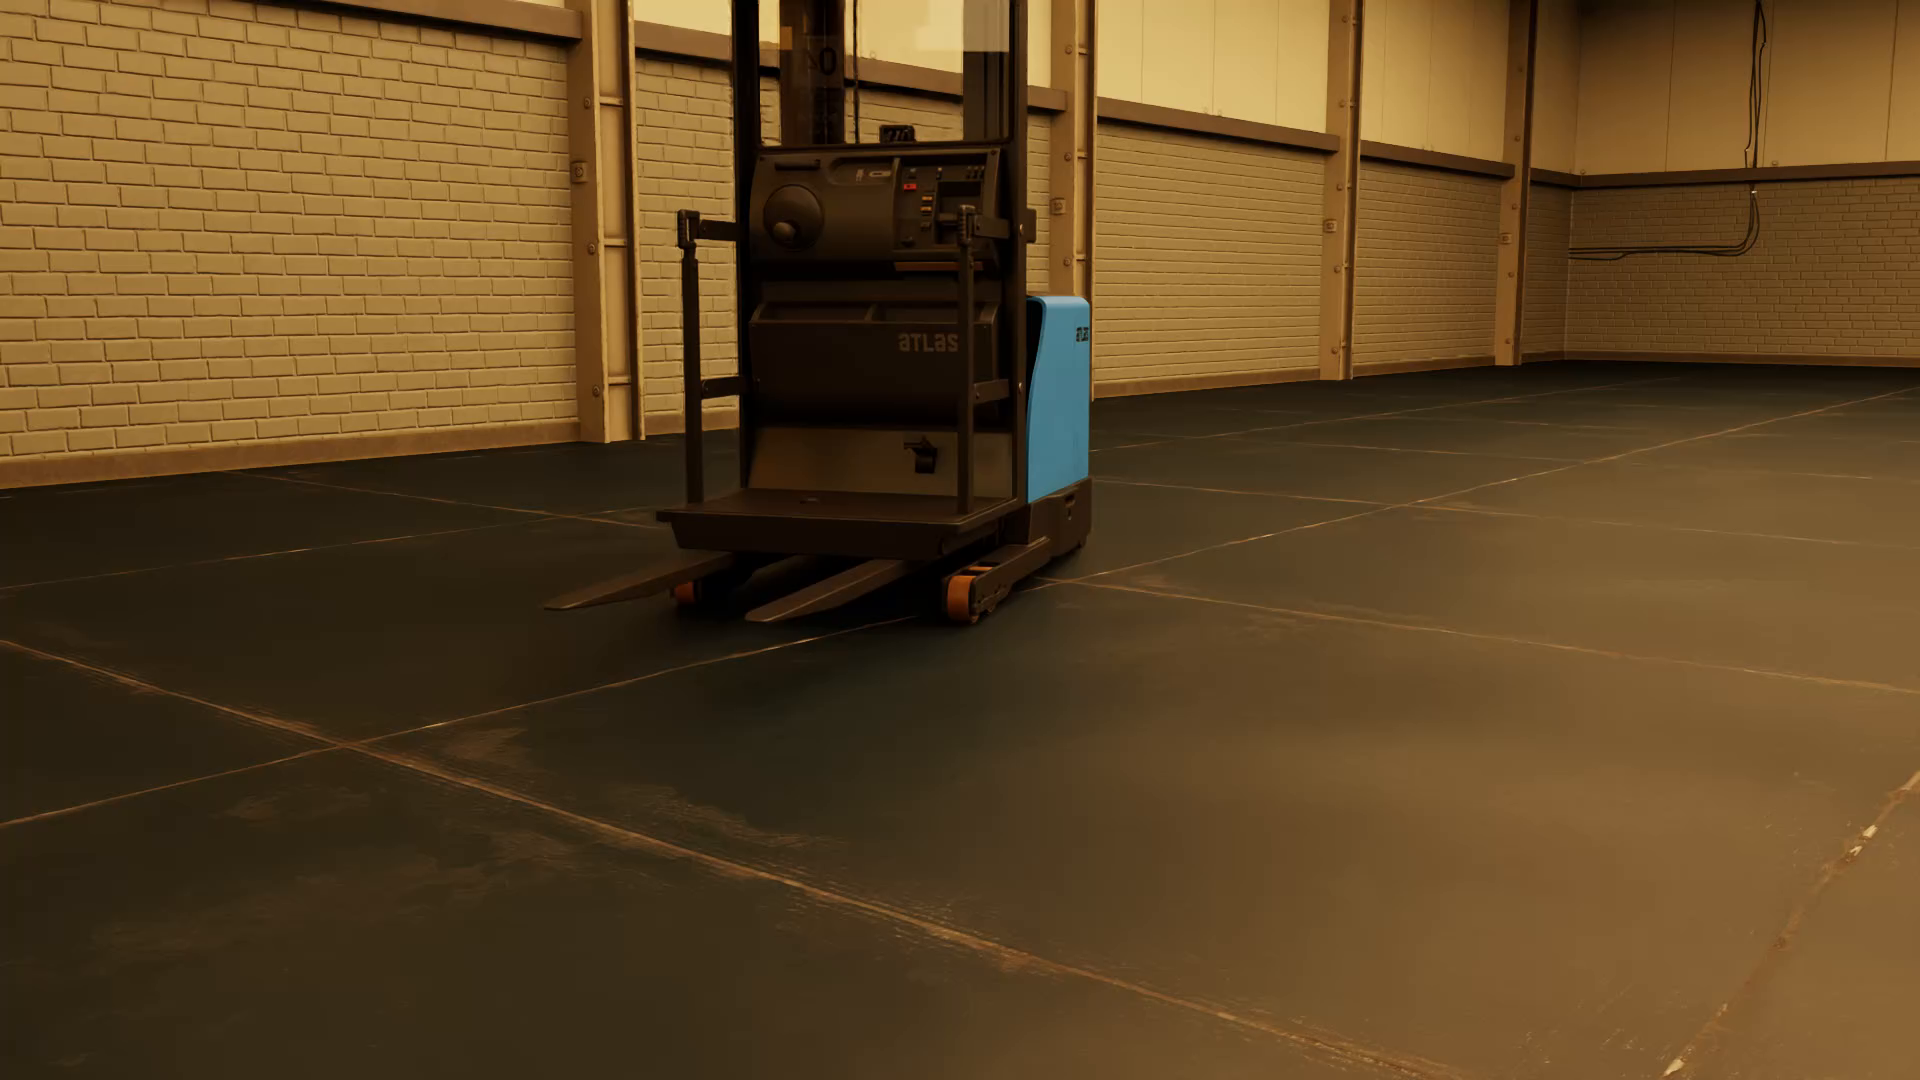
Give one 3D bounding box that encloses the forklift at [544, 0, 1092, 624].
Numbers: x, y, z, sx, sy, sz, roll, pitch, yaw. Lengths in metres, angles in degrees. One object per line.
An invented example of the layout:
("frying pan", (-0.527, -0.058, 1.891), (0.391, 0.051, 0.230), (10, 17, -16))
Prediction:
("forklift", (-0.372, -1.237, 5.737), (1.130, 2.935, 3.031), (3, 9, 18))
